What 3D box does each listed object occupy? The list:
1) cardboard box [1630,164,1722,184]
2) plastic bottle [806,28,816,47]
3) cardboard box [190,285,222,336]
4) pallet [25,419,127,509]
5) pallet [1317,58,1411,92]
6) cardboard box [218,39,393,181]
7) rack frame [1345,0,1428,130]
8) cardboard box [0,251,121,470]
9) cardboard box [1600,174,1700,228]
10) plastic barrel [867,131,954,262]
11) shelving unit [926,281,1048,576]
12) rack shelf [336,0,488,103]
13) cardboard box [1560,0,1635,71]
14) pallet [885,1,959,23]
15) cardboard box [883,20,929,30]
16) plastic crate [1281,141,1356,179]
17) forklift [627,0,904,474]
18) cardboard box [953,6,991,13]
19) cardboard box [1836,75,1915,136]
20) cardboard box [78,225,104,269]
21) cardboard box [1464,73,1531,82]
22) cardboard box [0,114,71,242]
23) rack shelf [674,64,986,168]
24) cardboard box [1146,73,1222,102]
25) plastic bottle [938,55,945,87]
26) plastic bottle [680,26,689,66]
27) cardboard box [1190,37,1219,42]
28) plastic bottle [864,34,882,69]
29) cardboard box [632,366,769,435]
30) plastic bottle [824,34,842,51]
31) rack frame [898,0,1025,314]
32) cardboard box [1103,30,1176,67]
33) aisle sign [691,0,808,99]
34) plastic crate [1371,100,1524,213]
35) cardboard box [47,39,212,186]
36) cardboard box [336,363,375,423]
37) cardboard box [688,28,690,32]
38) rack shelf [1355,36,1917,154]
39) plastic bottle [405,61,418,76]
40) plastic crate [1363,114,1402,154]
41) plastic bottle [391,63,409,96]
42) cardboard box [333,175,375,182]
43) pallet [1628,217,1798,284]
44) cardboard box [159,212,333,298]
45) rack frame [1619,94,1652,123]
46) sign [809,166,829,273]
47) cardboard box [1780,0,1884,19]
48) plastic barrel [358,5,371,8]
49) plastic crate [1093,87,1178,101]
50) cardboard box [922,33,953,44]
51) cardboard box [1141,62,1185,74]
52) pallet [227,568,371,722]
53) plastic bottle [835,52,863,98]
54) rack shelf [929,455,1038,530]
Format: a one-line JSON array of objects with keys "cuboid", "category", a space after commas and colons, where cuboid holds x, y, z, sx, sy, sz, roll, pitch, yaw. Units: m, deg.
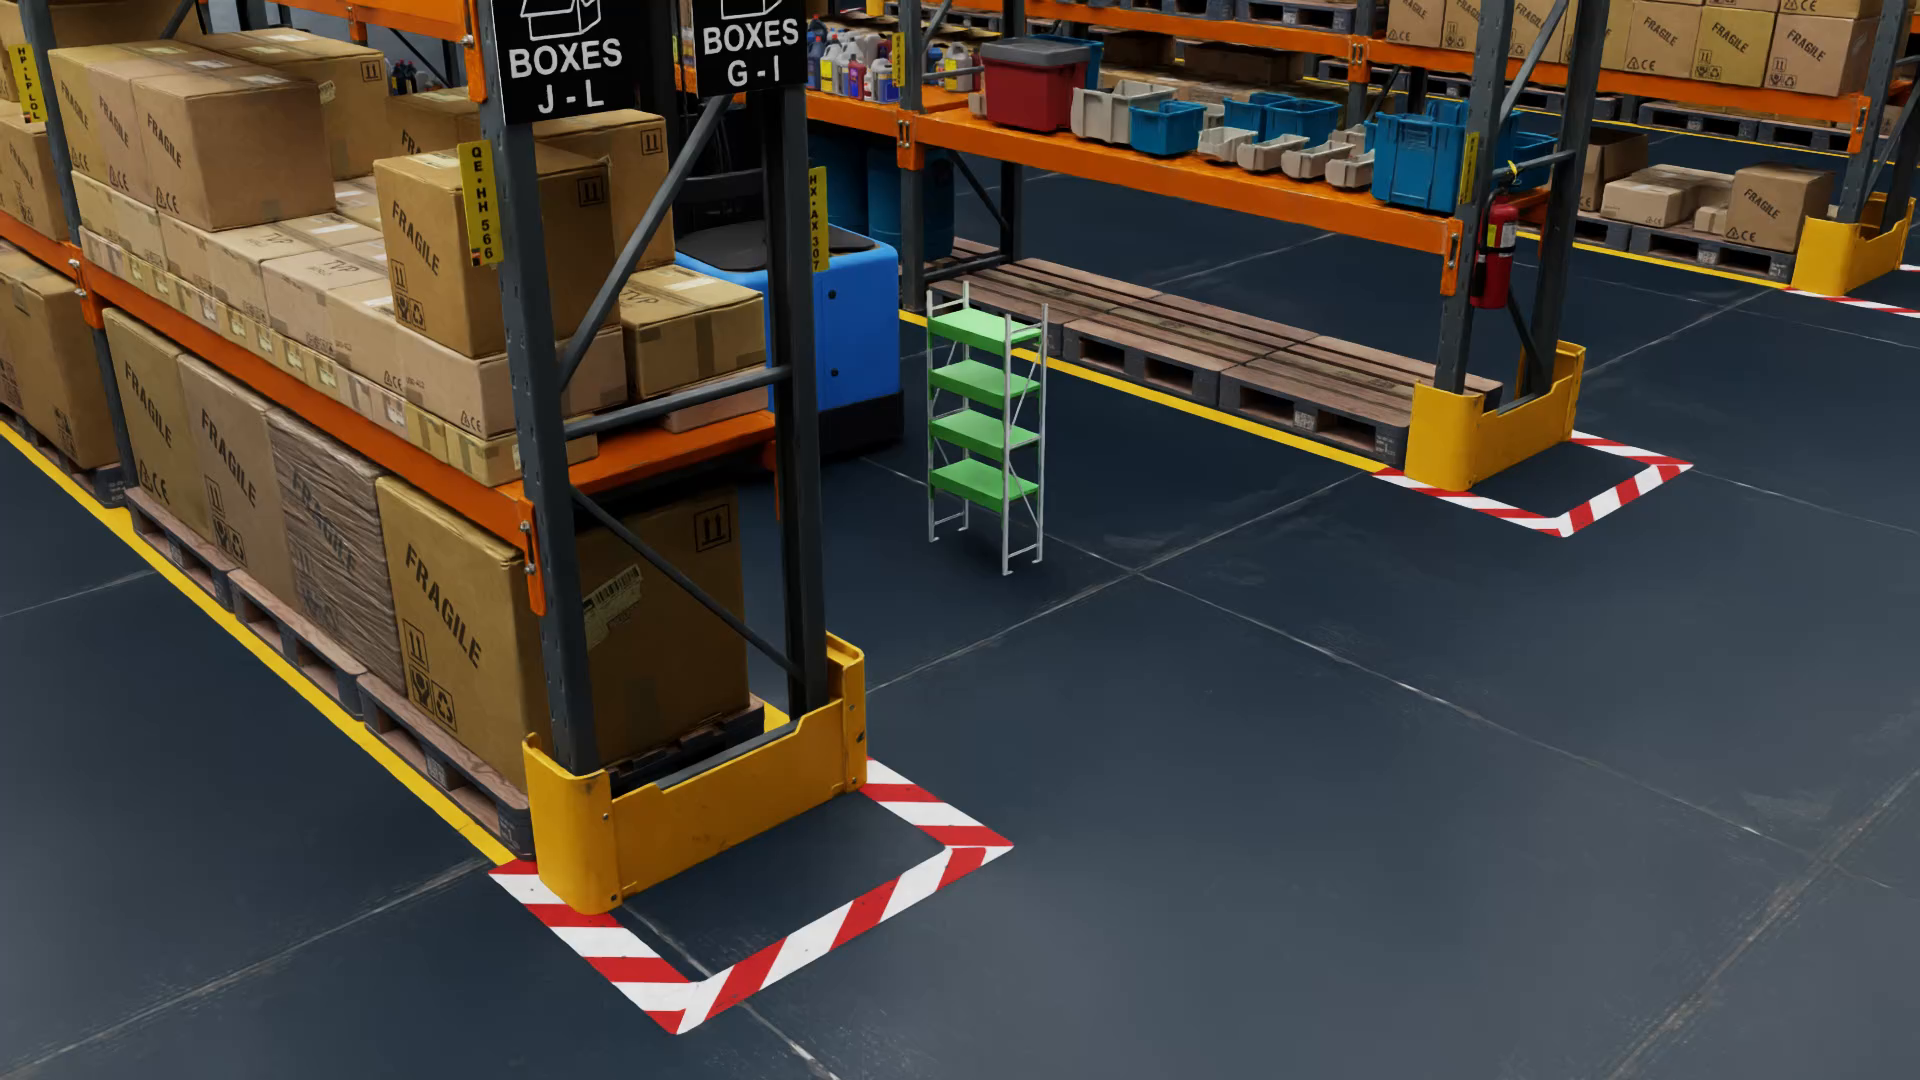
[{"cuboid": [5.524, -2.714, 12.868, 0.500, 0.250, 0.500, -21, 32, -38], "category": "cardboard box"}, {"cuboid": [-1.107, -3.626, 12.240, 0.097, 0.271, 0.097, 0, 25, 0], "category": "plastic bottle"}, {"cuboid": [-2.750, -0.929, 6.474, 0.380, 0.149, 0.250, -21, 32, -38], "category": "cardboard box"}, {"cuboid": [-4.178, -0.563, 8.730, 1.003, 0.211, 1.213, -21, 32, -38], "category": "pallet"}, {"cuboid": [5.002, -5.518, 19.591, 1.003, 0.211, 1.213, -21, 32, -38], "category": "pallet"}, {"cuboid": [-2.746, -1.811, 7.025, 0.500, 0.500, 0.500, -21, 32, -38], "category": "cardboard box"}, {"cuboid": [3.638, -4.429, 13.844, 1.000, 3.000, 0.127, -21, 32, -38], "category": "rack frame"}, {"cuboid": [-4.047, -1.032, 8.452, 1.225, 0.875, 0.875, -21, 32, -38], "category": "cardboard box"}, {"cuboid": [5.194, -2.557, 12.524, 0.500, 0.250, 0.500, -21, 32, -38], "category": "cardboard box"}, {"cuboid": [-0.339, -2.431, 11.486, 0.600, 0.901, 0.708, -21, 32, -38], "category": "plastic barrel"}, {"cuboid": [0.113, -0.496, 7.391, 0.258, 1.200, 0.503, -21, 32, -38], "category": "shelving unit"}, {"cuboid": [-2.228, -2.051, 5.884, 1.077, 0.370, 4.000, -21, 32, -38], "category": "rack shelf"}, {"cuboid": [4.829, -3.782, 12.306, 0.500, 0.500, 0.500, -22, 32, -39], "category": "cardboard box"}, {"cuboid": [-0.369, -7.923, 24.863, 1.003, 0.211, 1.213, -21, 32, -38], "category": "pallet"}, {"cuboid": [-0.644, -5.699, 18.758, 0.500, 0.311, 0.500, -21, 32, -39], "category": "cardboard box"}, {"cuboid": [1.877, -2.008, 8.782, 0.396, 0.136, 0.243, -21, 32, -38], "category": "plastic crate"}, {"cuboid": [-1.582, -2.211, 9.064, 1.130, 2.935, 3.031, -17, 30, -33], "category": "forklift"}, {"cuboid": [0.312, -7.889, 23.911, 0.500, 0.500, 0.700, 21, 32, 39], "category": "cardboard box"}, {"cuboid": [8.748, -4.164, 15.770, 0.500, 0.500, 0.700, 23, 33, 40], "category": "cardboard box"}, {"cuboid": [-3.636, -1.321, 7.335, 0.380, 0.149, 0.250, -21, 32, -38], "category": "cardboard box"}, {"cuboid": [6.103, -5.477, 18.225, 0.750, 0.750, 0.750, -20, 31, -37], "category": "cardboard box"}, {"cuboid": [-4.114, -1.729, 7.806, 0.500, 0.500, 0.500, -21, 32, -38], "category": "cardboard box"}, {"cuboid": [-1.347, -3.303, 12.243, 1.077, 0.370, 4.000, -21, 32, -38], "category": "rack shelf"}, {"cuboid": [2.069, -4.017, 15.424, 0.500, 0.500, 0.500, 22, 33, 40], "category": "cardboard box"}, {"cuboid": [-0.102, -3.237, 11.470, 0.097, 0.201, 0.097, 0, 25, 0], "category": "plastic bottle"}, {"cuboid": [-2.030, -3.662, 12.318, 0.097, 0.271, 0.097, 0, 25, 0], "category": "plastic bottle"}, {"cuboid": [3.360, -6.645, 21.183, 0.700, 0.500, 0.500, -21, 32, -39], "category": "cardboard box"}, {"cuboid": [-0.651, -3.497, 11.951, 0.152, 0.276, 0.135, -21, 32, -38], "category": "plastic bottle"}, {"cuboid": [-0.863, -0.495, 5.523, 0.380, 0.149, 0.250, -21, 32, -38], "category": "cardboard box"}, {"cuboid": [-0.868, -3.285, 11.396, 0.144, 0.351, 0.185, -21, 32, -38], "category": "plastic bottle"}, {"cuboid": [0.020, -3.025, 10.766, 1.000, 3.000, 0.127, -21, 32, -38], "category": "rack frame"}, {"cuboid": [1.757, -4.812, 16.262, 0.500, 0.250, 0.500, -20, 31, -37], "category": "cardboard box"}, {"cuboid": [-0.593, -1.654, 4.629, 0.394, 0.787, 0.004, -21, 32, -38], "category": "aisle sign"}, {"cuboid": [2.389, -1.905, 8.196, 0.616, 0.435, 0.499, -21, 32, -38], "category": "plastic crate"}, {"cuboid": [-3.455, -1.810, 7.023, 0.500, 0.500, 0.500, -21, 32, -38], "category": "cardboard box"}, {"cuboid": [-1.865, -0.539, 5.620, 0.380, 0.149, 0.250, -21, 32, -38], "category": "cardboard box"}, {"cuboid": [-2.993, -6.173, 20.473, 0.500, 0.250, 0.500, -21, 32, -38], "category": "cardboard box"}, {"cuboid": [5.005, -3.495, 12.665, 1.077, 0.370, 4.000, -21, 32, -38], "category": "rack shelf"}, {"cuboid": [-5.697, -4.806, 17.331, 0.144, 0.351, 0.185, -20, 31, -37], "category": "plastic bottle"}, {"cuboid": [2.376, -2.131, 8.938, 0.416, 0.233, 0.300, -21, 32, -38], "category": "plastic crate"}, {"cuboid": [-5.802, -4.765, 17.242, 0.144, 0.351, 0.185, -21, 32, -38], "category": "plastic bottle"}, {"cuboid": [-2.746, -1.471, 7.183, 0.500, 0.250, 0.500, -20, 31, -37], "category": "cardboard box"}, {"cuboid": [5.775, -2.212, 12.345, 1.003, 0.211, 1.213, -21, 32, -38], "category": "pallet"}, {"cuboid": [-2.771, -1.163, 6.507, 0.500, 0.250, 0.500, -20, 31, -37], "category": "cardboard box"}, {"cuboid": [7.252, -5.835, 16.927, 1.000, 3.000, 0.127, -21, 32, -38], "category": "rack frame"}, {"cuboid": [-0.452, -0.993, 5.175, 0.100, 0.325, 0.005, -21, 32, -38], "category": "sign"}, {"cuboid": [5.868, -3.774, 11.084, 0.500, 0.500, 0.500, -22, 32, -39], "category": "cardboard box"}, {"cuboid": [-5.405, -5.473, 15.530, 0.600, 0.901, 0.708, -21, 32, -38], "category": "plastic barrel"}, {"cuboid": [0.981, -2.664, 10.234, 0.437, 0.125, 0.590, -21, 32, -38], "category": "plastic crate"}, {"cuboid": [-0.336, -5.234, 17.740, 0.500, 0.311, 0.500, -21, 32, -39], "category": "cardboard box"}, {"cuboid": [2.069, -4.330, 16.109, 0.500, 0.500, 0.500, 22, 33, 40], "category": "cardboard box"}, {"cuboid": [-2.295, 0.271, 6.901, 1.003, 0.211, 1.213, -21, 32, -38], "category": "pallet"}, {"cuboid": [-0.735, -3.107, 11.095, 0.152, 0.276, 0.135, -21, 32, -38], "category": "plastic bottle"}, {"cuboid": [0.113, -0.219, 7.517, 0.258, 0.148, 0.480, -21, 32, -38], "category": "rack shelf"}]
